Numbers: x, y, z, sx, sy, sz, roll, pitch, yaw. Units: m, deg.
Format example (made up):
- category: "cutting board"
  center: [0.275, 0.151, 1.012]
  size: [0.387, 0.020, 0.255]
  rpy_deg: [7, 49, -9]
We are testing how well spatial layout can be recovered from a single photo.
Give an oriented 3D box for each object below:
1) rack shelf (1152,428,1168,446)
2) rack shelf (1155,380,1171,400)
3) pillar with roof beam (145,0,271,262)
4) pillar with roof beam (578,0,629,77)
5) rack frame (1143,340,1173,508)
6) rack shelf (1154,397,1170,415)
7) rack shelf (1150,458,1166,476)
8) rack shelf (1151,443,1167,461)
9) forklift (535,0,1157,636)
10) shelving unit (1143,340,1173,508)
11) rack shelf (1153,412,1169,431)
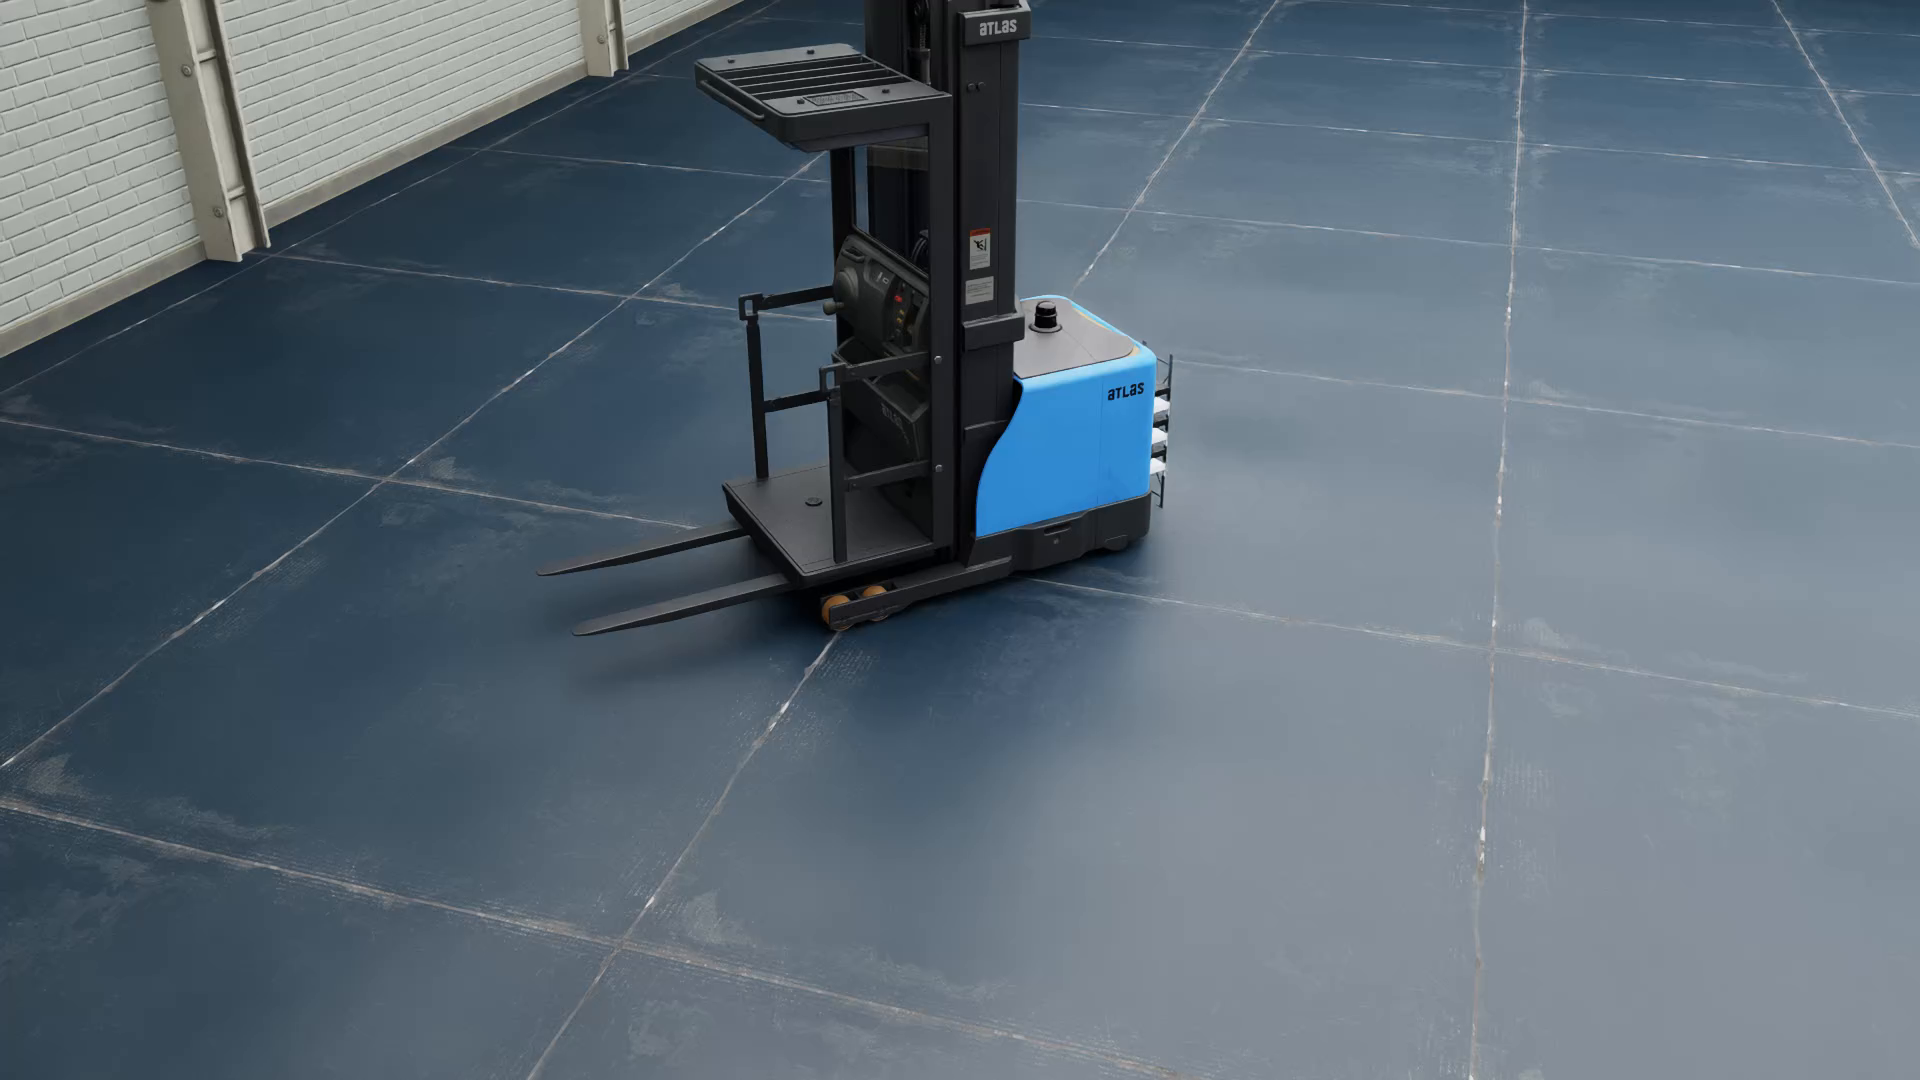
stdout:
- category: "rack shelf"
  center: [0.953, -0.558, 8.896]
  size: [0.200, 0.077, 0.258]
  rpy_deg: [-18, 34, -29]
- category: "rack shelf"
  center: [0.953, -0.794, 8.765]
  size: [0.200, 0.077, 0.258]
  rpy_deg: [-18, 34, -29]
- category: "pillar with roof beam"
  center: [-1.405, -5.522, 9.420]
  size: [9.100, 9.000, 0.400]
  rpy_deg: [8, 30, 15]
- category: "pillar with roof beam"
  center: [0.356, -8.311, 14.433]
  size: [9.100, 9.000, 0.400]
  rpy_deg: [8, 30, 15]
- category: "rack frame"
  center: [1.037, -0.615, 8.929]
  size: [0.006, 0.900, 0.240]
  rpy_deg: [-18, 34, -29]
- category: "rack shelf"
  center: [0.953, -0.715, 8.808]
  size: [0.200, 0.077, 0.258]
  rpy_deg: [-18, 34, -29]
- category: "rack shelf"
  center: [0.953, -0.401, 8.983]
  size: [0.200, 0.077, 0.258]
  rpy_deg: [-18, 34, -29]
- category: "rack shelf"
  center: [0.953, -0.479, 8.940]
  size: [0.200, 0.077, 0.258]
  rpy_deg: [-18, 34, -29]
- category: "forklift"
  center: [-0.557, -1.139, 7.783]
  size: [3.031, 2.935, 1.130]
  rpy_deg: [-14, 32, -24]
- category: "shelving unit"
  center: [0.953, -0.587, 8.880]
  size: [0.210, 0.900, 0.258]
  rpy_deg: [-18, 34, -29]
- category: "rack shelf"
  center: [0.953, -0.637, 8.852]
  size: [0.200, 0.077, 0.258]
  rpy_deg: [-18, 34, -29]
